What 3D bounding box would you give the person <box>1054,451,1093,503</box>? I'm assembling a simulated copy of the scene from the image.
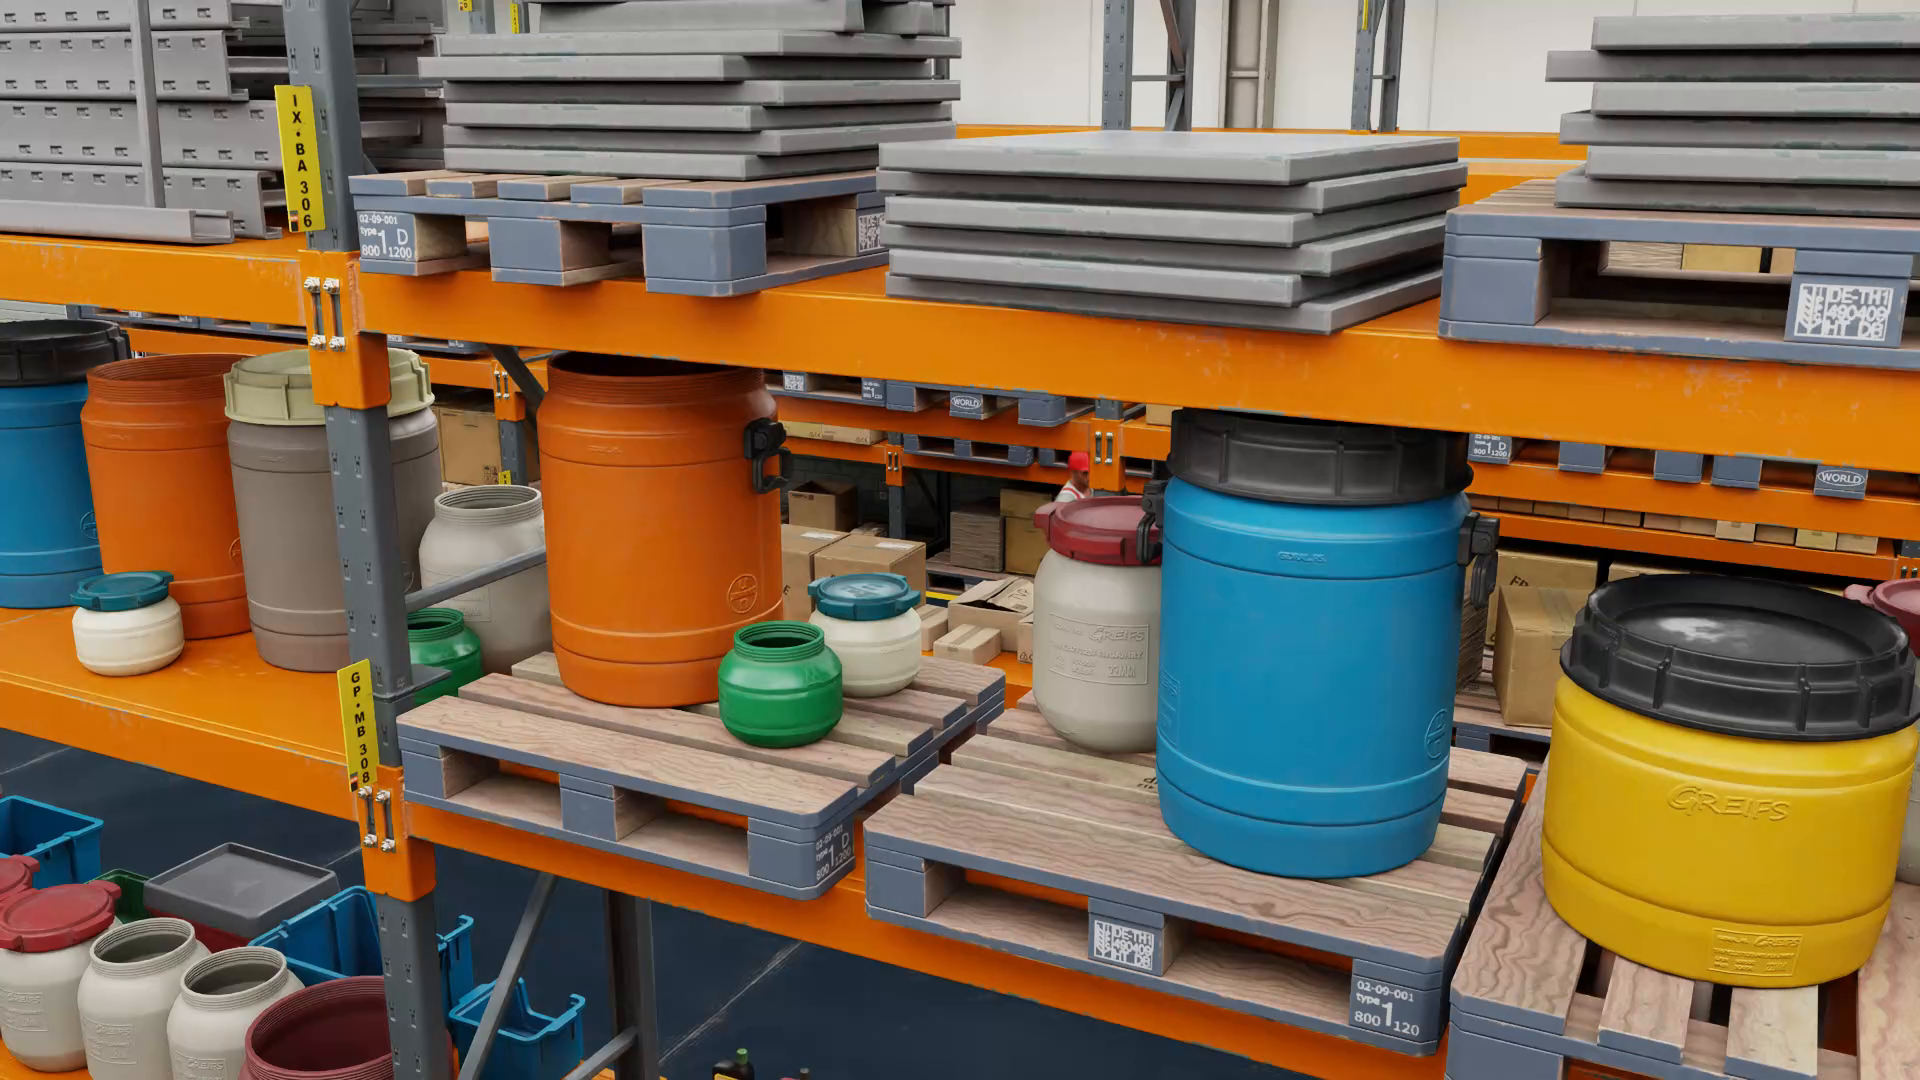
[{"bbox_3d":[0.953,0.181,12.825,0.372,1.808,0.577,8,18,26],"label":"person"}]
